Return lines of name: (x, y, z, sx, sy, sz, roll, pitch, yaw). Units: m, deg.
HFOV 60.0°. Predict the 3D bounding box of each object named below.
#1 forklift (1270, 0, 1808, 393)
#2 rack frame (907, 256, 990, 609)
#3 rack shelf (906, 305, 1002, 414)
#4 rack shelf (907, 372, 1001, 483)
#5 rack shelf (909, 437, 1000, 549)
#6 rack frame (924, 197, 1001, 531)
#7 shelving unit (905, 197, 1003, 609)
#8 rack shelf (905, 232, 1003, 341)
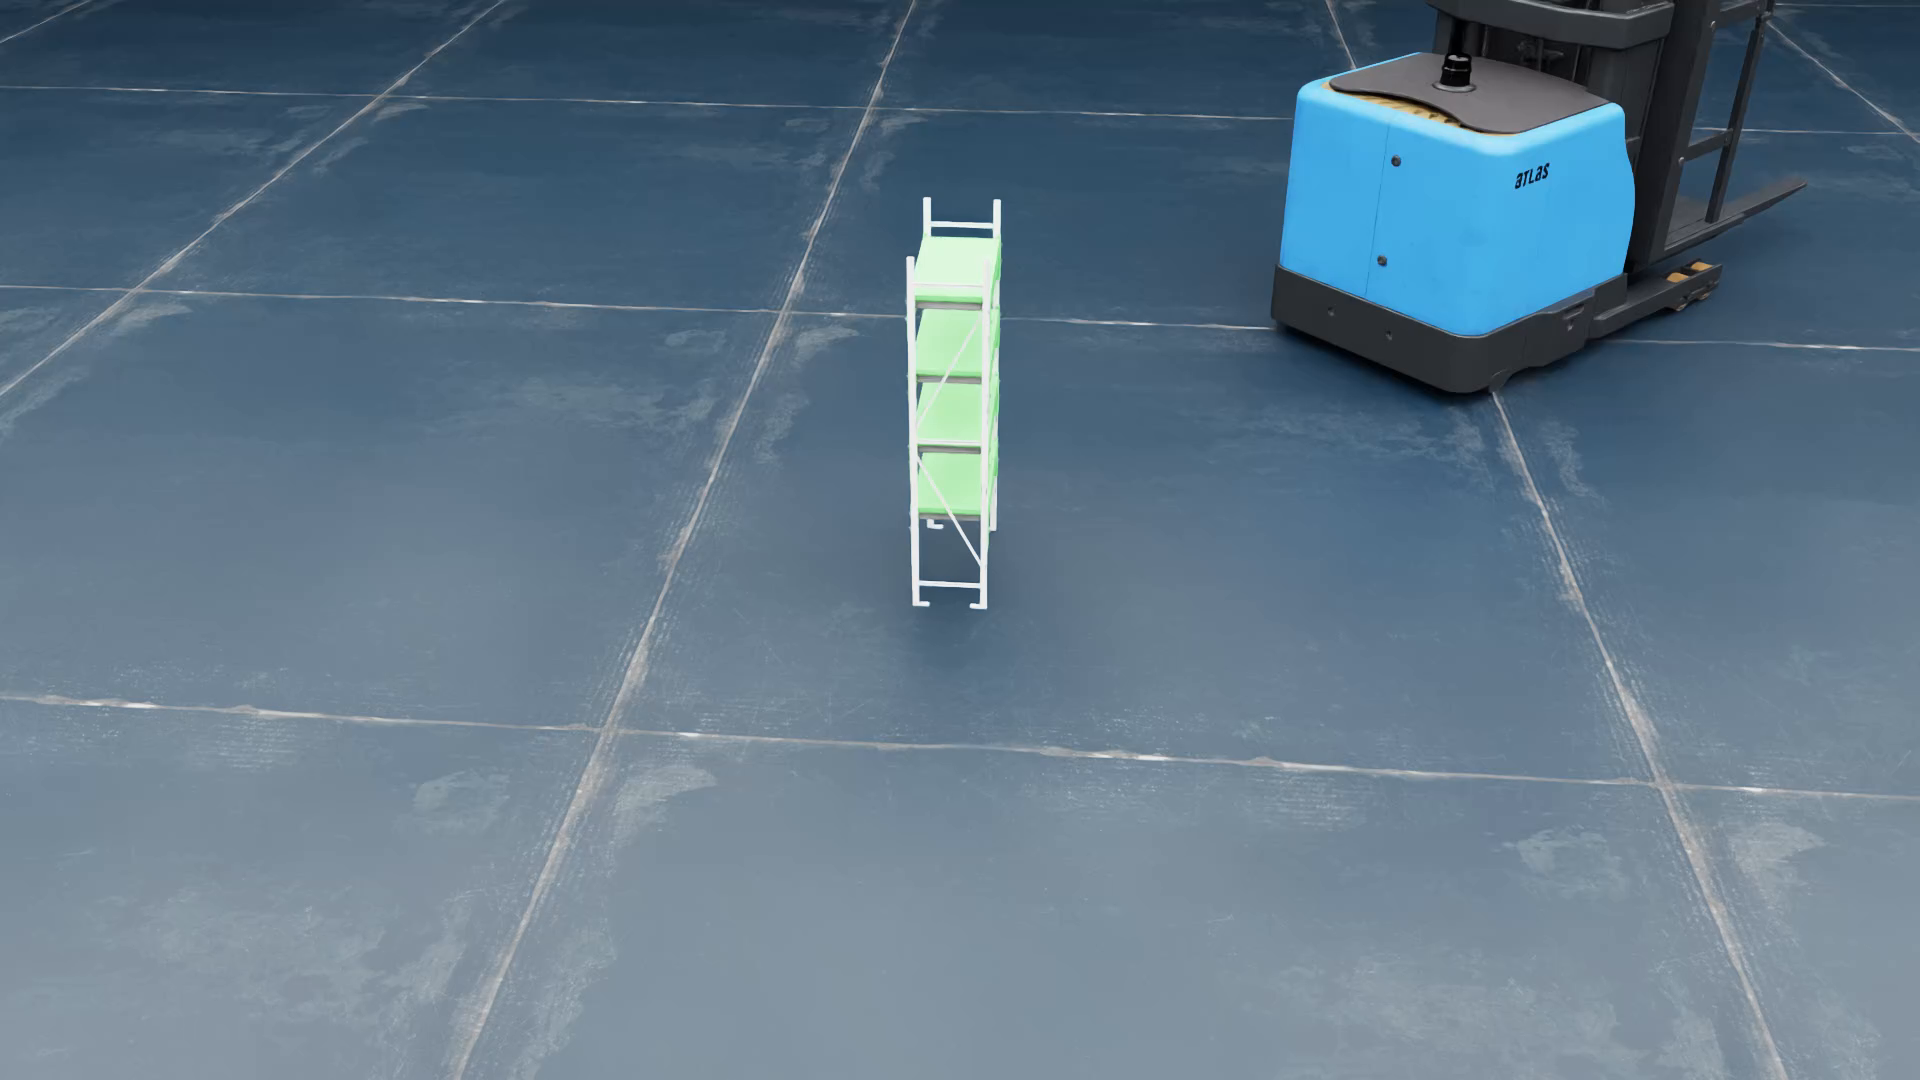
forklift: (2.802, -2.459, 6.947, 3.031, 2.935, 1.130, -23, 39, -33)
rack frame: (-0.033, -0.297, 5.088, 0.240, 1.200, 0.015, 2, 32, 4)
rack shelf: (-0.013, -0.574, 5.202, 0.258, 0.148, 0.480, 2, 32, 4)
rack shelf: (-0.013, -0.370, 5.328, 0.258, 0.148, 0.480, 2, 32, 4)
rack shelf: (-0.013, -0.166, 5.454, 0.258, 0.148, 0.480, 2, 32, 4)
rack frame: (0.006, -0.552, 5.502, 0.240, 1.200, 0.015, 2, 32, 4)
shelving unit: (-0.013, -0.424, 5.295, 0.258, 1.200, 0.503, 2, 32, 4)
rack shelf: (-0.013, -0.778, 5.076, 0.258, 0.148, 0.480, 2, 32, 4)
